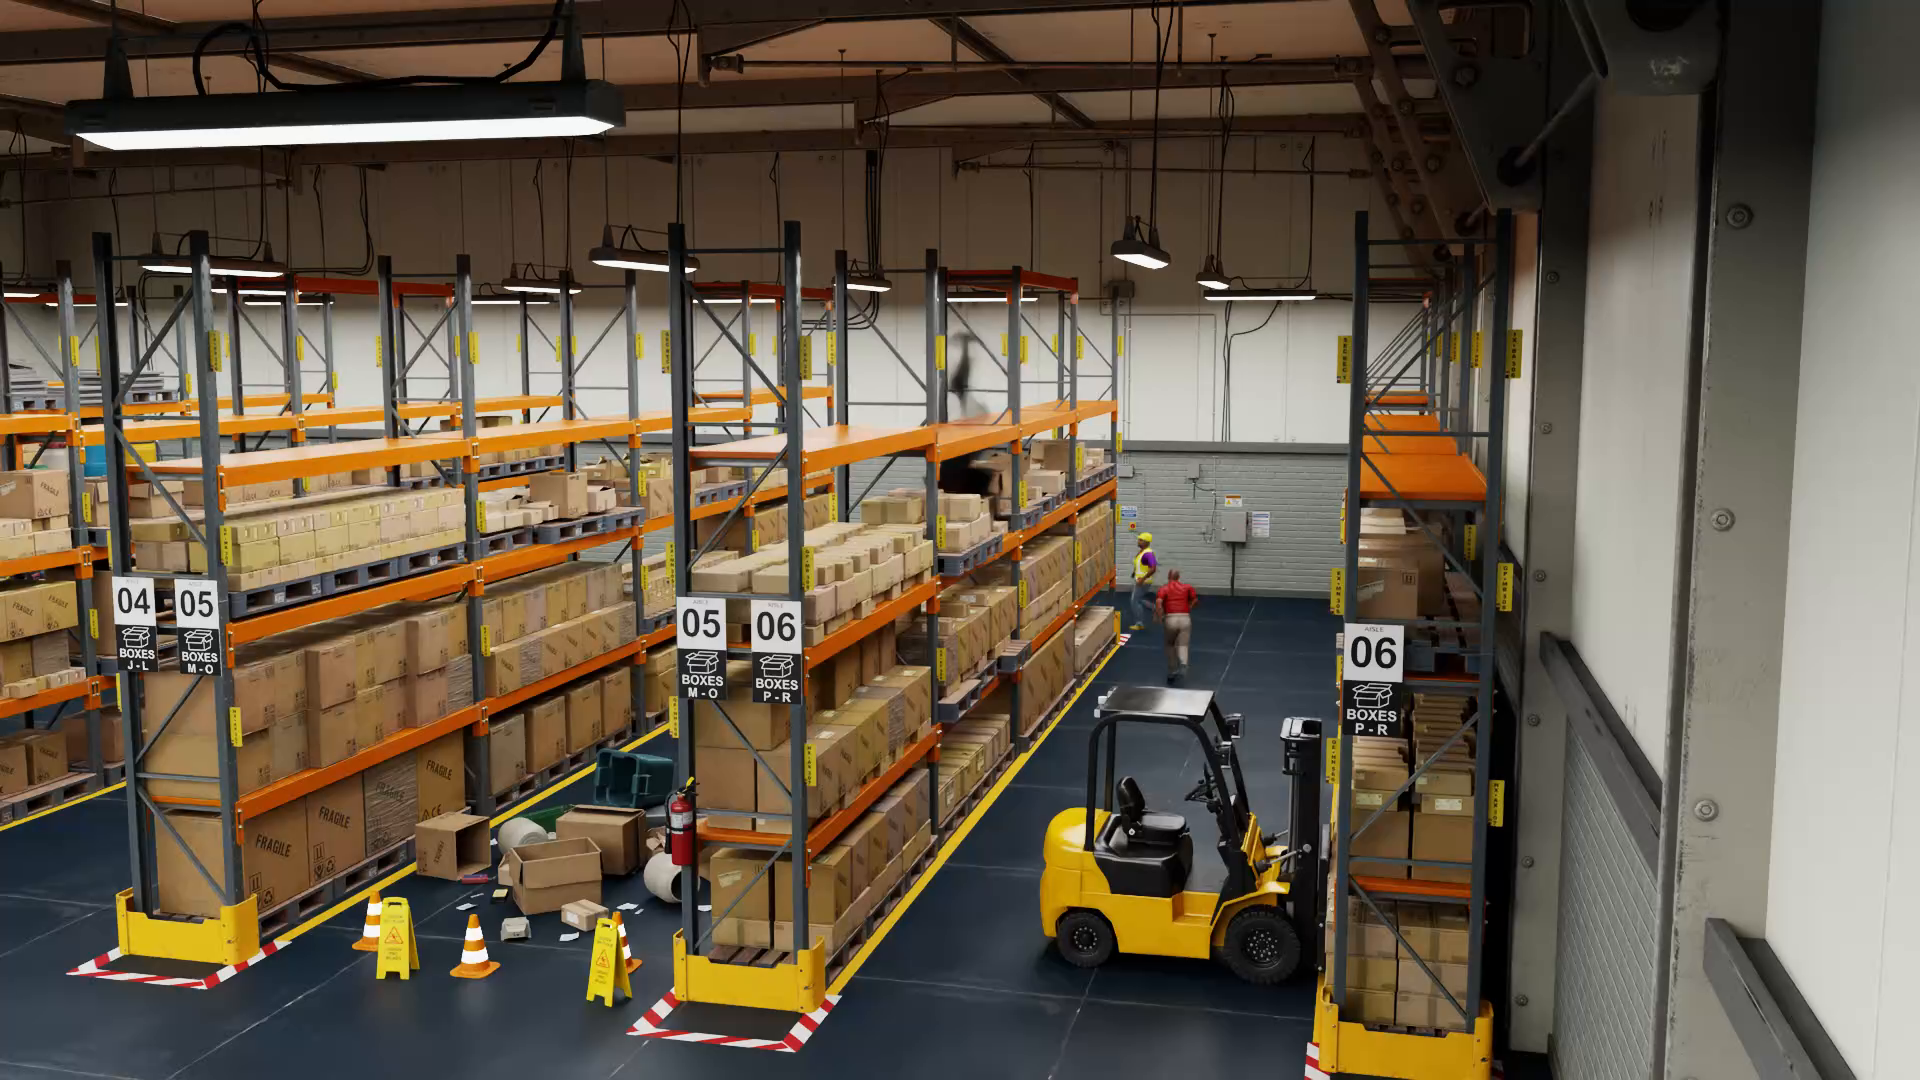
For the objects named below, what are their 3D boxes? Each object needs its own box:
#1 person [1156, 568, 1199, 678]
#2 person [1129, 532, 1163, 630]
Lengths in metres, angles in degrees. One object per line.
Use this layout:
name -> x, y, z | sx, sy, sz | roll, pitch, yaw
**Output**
person -> 3.245, 1.313, 24.890 | 0.663, 1.732, 1.077 | 0, 7, 0
person -> 3.306, 0.726, 29.457 | 0.628, 1.741, 0.693 | 0, 7, -2
